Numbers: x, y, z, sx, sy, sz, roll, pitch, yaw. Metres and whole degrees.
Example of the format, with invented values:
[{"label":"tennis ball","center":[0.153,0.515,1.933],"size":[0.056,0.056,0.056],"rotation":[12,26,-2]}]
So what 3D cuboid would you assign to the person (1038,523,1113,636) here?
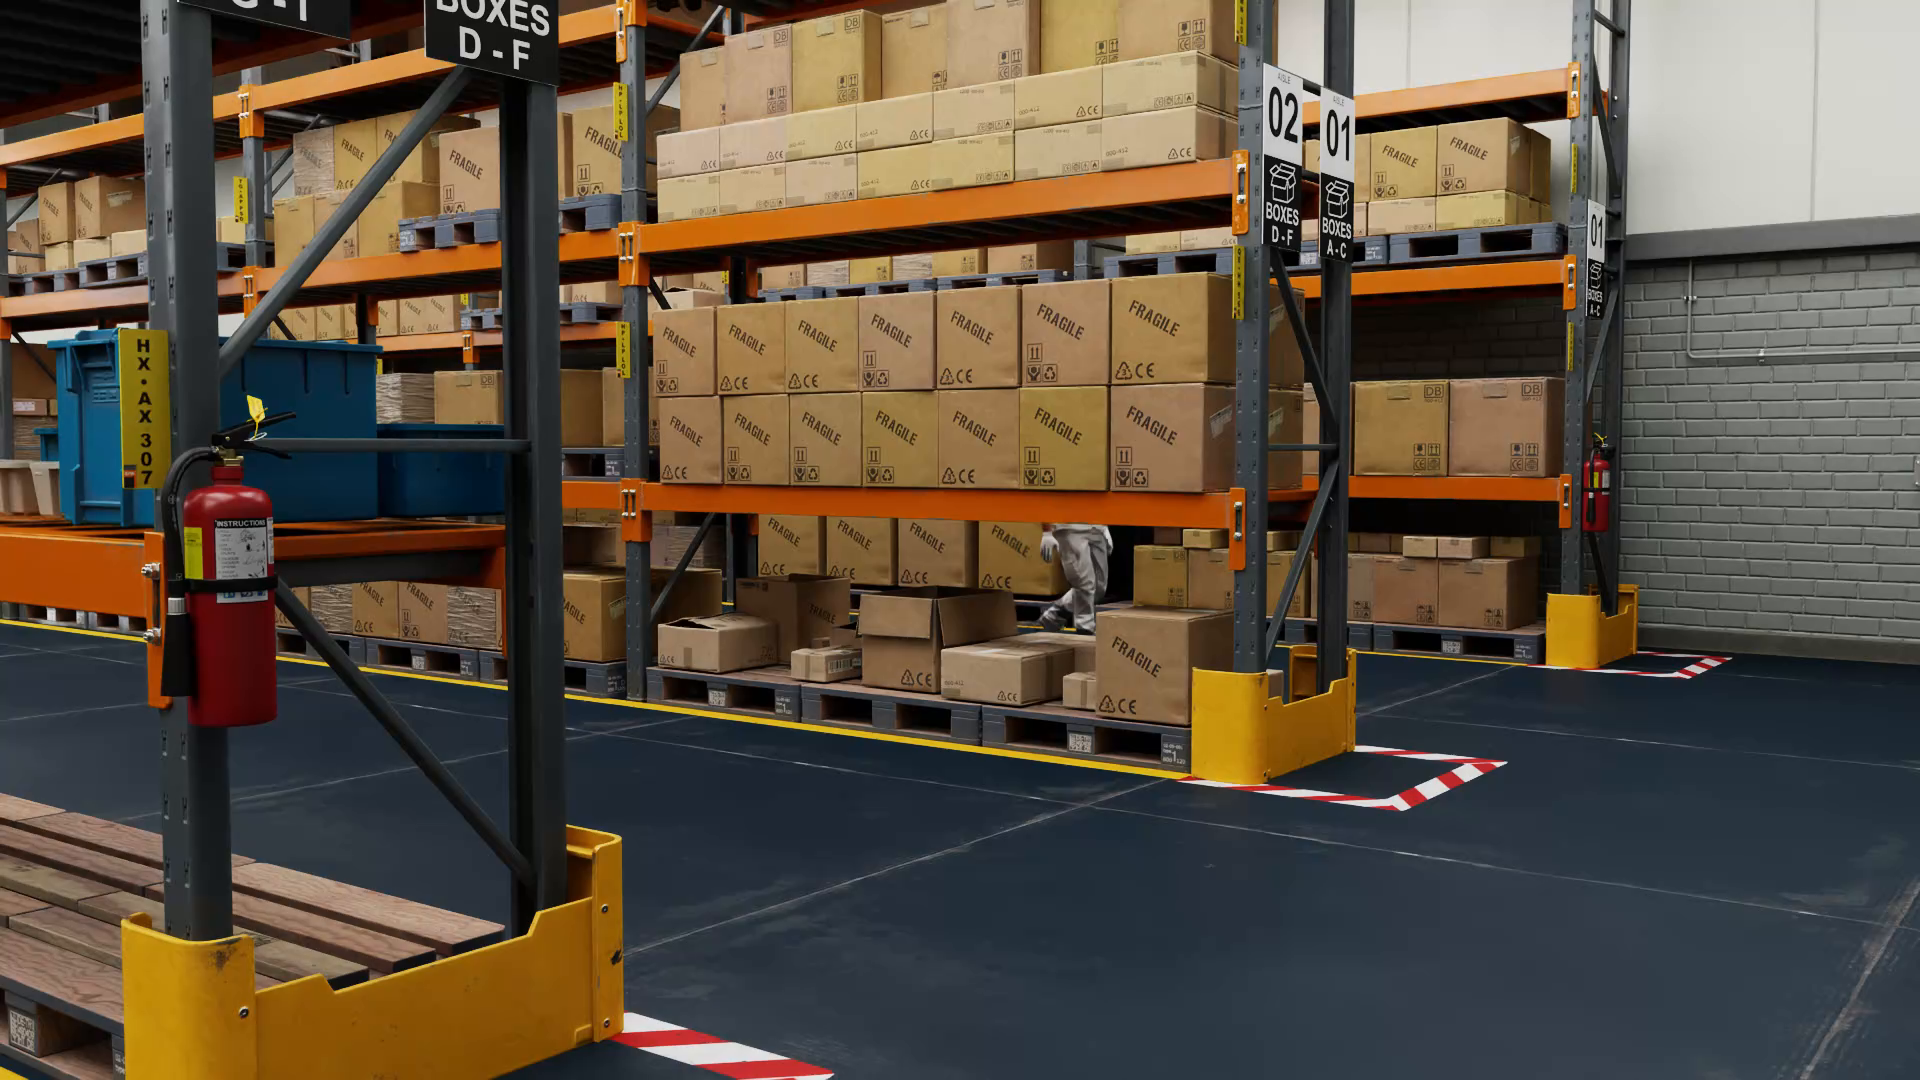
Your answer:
[{"label":"person","center":[0.822,-0.031,11.633],"size":[0.596,1.772,0.840],"rotation":[-3,4,-43]}]
